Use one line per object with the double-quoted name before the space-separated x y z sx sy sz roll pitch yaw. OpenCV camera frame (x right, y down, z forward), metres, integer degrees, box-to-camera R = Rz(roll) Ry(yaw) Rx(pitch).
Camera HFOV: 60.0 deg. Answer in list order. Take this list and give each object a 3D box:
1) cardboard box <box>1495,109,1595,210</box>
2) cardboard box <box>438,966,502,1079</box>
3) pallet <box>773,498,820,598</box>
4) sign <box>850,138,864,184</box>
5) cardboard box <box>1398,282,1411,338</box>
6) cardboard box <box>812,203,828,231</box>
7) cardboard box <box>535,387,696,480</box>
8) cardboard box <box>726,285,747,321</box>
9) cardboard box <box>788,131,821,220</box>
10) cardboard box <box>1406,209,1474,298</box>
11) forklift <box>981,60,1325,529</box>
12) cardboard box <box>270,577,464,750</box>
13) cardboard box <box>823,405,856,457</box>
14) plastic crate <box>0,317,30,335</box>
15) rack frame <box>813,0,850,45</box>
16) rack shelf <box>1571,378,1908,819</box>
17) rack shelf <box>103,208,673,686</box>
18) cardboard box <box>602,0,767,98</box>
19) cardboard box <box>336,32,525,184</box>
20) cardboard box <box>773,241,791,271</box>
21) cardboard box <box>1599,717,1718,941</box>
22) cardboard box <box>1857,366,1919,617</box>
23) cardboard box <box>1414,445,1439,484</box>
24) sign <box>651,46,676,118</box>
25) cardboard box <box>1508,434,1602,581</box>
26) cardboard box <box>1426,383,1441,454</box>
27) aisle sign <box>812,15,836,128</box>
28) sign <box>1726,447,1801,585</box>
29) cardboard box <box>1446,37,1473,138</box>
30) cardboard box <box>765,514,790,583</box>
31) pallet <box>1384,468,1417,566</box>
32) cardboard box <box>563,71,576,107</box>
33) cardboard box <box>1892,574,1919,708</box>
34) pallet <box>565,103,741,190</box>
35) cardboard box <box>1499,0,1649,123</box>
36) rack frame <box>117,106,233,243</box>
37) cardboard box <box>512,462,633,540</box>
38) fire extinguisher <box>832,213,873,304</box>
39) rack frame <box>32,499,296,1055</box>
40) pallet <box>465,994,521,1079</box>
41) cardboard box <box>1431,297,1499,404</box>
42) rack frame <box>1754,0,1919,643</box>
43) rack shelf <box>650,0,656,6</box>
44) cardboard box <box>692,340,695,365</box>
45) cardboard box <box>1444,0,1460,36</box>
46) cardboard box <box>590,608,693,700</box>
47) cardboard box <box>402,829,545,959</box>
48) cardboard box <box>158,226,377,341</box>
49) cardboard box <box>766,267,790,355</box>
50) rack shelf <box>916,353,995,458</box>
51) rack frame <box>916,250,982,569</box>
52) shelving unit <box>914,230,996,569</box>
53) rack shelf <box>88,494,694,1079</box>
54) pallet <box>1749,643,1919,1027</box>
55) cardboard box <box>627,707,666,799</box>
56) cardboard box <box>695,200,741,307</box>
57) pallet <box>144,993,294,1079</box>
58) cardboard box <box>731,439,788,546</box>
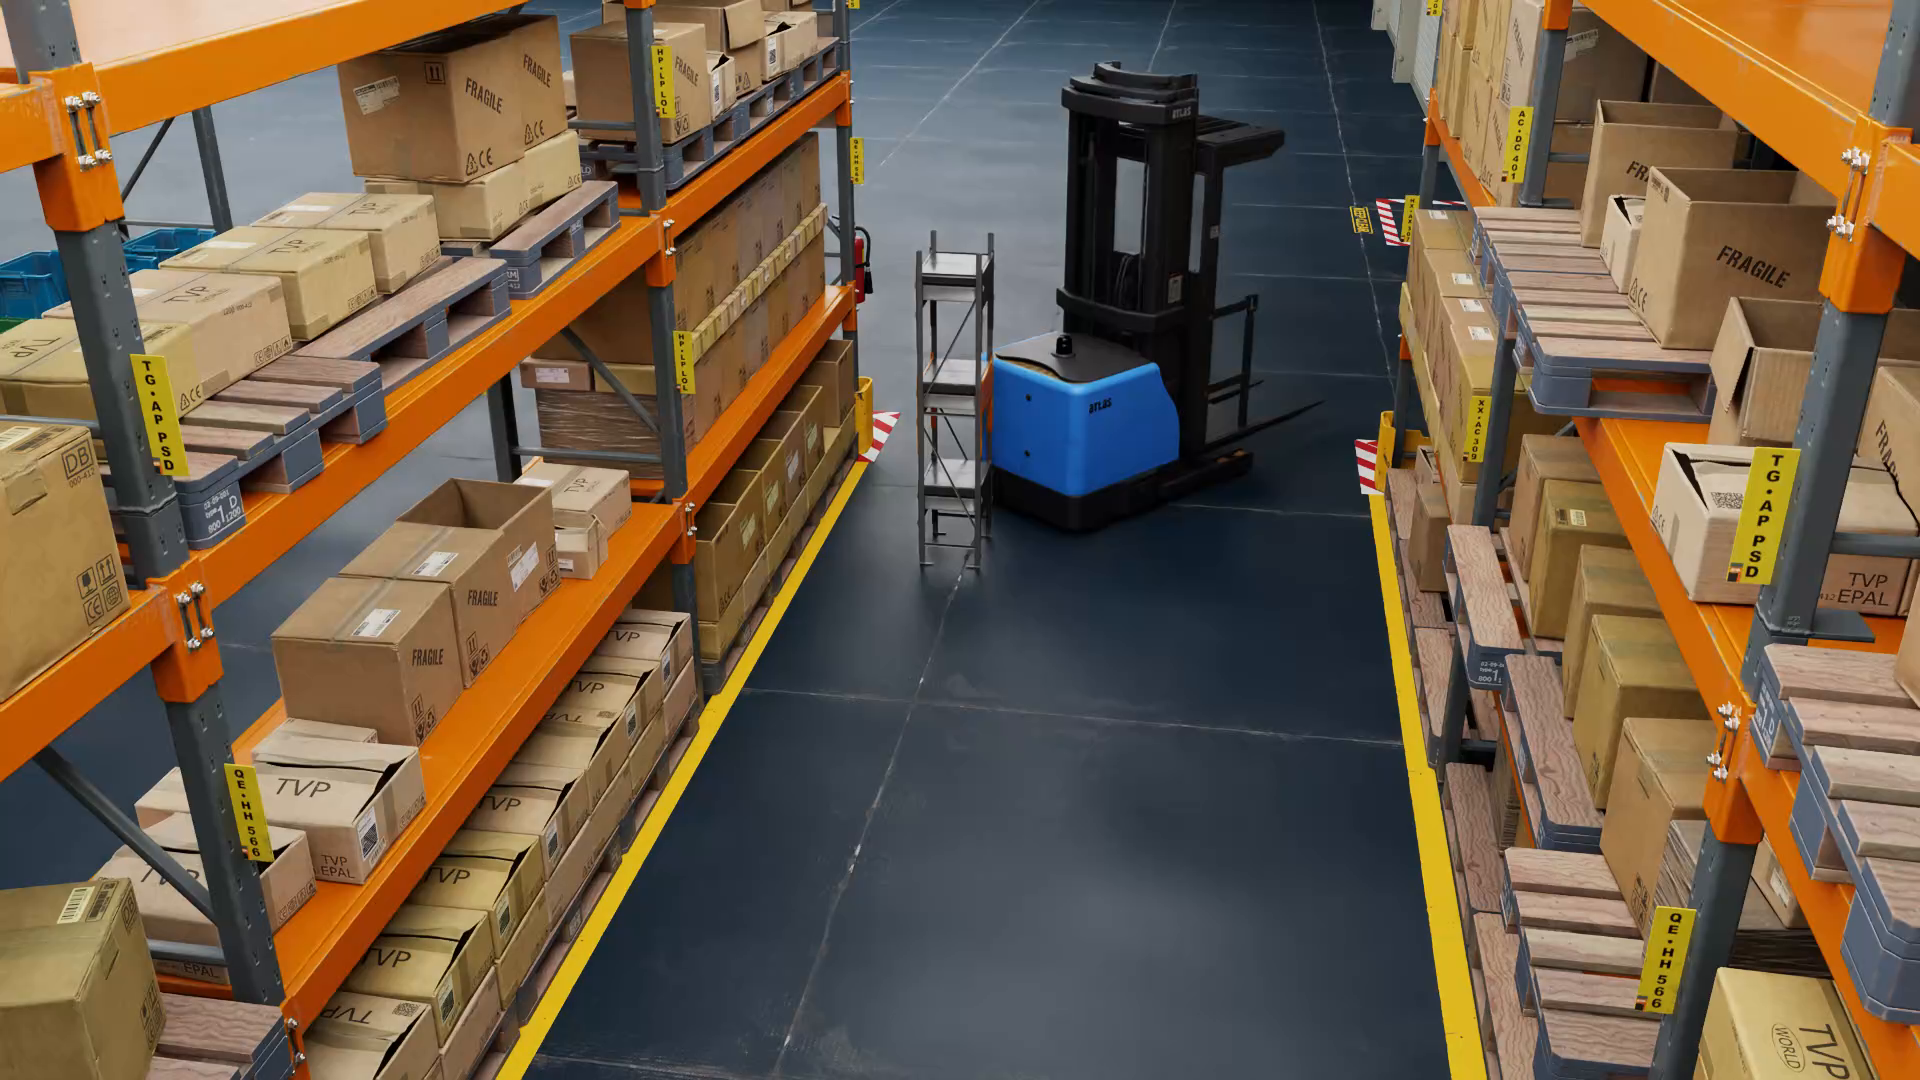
"cardboard box" 2.804 -1.735 7.739 0.500 0.500 0.500 5 25 10
"cardboard box" -2.120 1.885 6.433 0.500 0.250 0.500 3 25 7
"pallet" -1.554 -0.013 11.028 1.003 0.211 1.213 4 25 9
"sign" -0.736 -2.696 11.825 0.100 0.325 0.005 4 25 9
"cardboard box" 3.226 -1.525 11.122 0.500 0.250 0.500 3 25 7
"cardboard box" -1.143 -2.273 11.685 0.380 0.149 0.250 4 25 8
"cardboard box" -1.856 -0.666 9.016 0.700 0.500 0.500 3 25 7
"cardboard box" -1.481 -1.412 9.844 0.380 0.149 0.250 3 25 7
"cardboard box" -1.366 -2.524 11.455 0.700 0.500 0.500 4 25 9
"cardboard box" 3.244 -1.868 10.970 0.500 0.500 0.500 4 25 9
"forklift" 1.535 -1.911 11.874 3.031 2.935 1.130 -21 32 -38
"cardboard box" -2.318 0.490 6.546 0.500 0.500 0.500 3 25 6
"cardboard box" -1.065 -0.807 12.185 0.500 0.250 0.500 4 25 9
"plastic crate" -6.308 -1.231 10.592 0.450 0.188 0.662 4 25 9
"rack frame" -1.269 -4.824 10.942 1.000 3.000 0.127 4 25 9
"rack shelf" 2.638 -0.289 5.639 1.077 0.370 4.000 4 25 9
"rack shelf" -2.249 -0.631 6.369 1.077 0.370 4.000 4 25 9
"cardboard box" -1.529 -2.773 9.316 0.797 0.503 0.637 7 26 14
"cardboard box" -2.133 -1.760 6.730 0.500 0.500 0.500 6 26 14
"cardboard box" -1.312 -1.842 10.764 0.380 0.149 0.250 5 26 10
"cardboard box" 2.443 0.903 5.146 0.700 0.500 0.500 2 25 4
"cardboard box" 2.656 -0.118 4.284 0.500 0.500 0.500 4 25 9
"cardboard box" 3.417 -0.464 11.356 0.500 0.311 0.500 1 25 3
"sign" -1.386 -2.136 7.756 0.100 0.325 0.005 4 25 9
"cardboard box" 2.848 -0.127 7.346 0.700 0.500 0.500 4 25 9
"cardboard box" 2.900 -0.672 9.301 0.500 0.250 0.500 4 25 8
"aisle sign" -0.968 -3.292 11.678 0.394 0.787 0.004 4 25 9
"sign" 1.776 -0.051 3.672 0.100 0.325 0.005 4 25 9
"cardboard box" 3.114 -2.616 9.622 0.500 0.500 0.500 5 26 11
"cardboard box" -1.374 0.030 10.395 0.500 0.250 0.500 4 25 9
"pallet" 3.439 -0.134 11.286 1.003 0.211 1.213 4 25 9
"cardboard box" -1.995 -2.456 9.057 0.380 0.149 0.250 4 25 9
"cardboard box" 2.290 0.180 3.152 0.700 0.500 0.500 2 25 4
"pallet" -1.809 -2.111 8.789 1.003 0.211 1.213 4 25 9
"cardboard box" 2.779 -2.187 7.524 0.500 0.500 0.500 2 25 4
"rack frame" -6.155 -2.452 12.950 1.000 3.000 0.127 4 25 9
"cardboard box" -1.960 -0.158 8.225 0.500 0.250 0.500 6 26 12
"fire extinguisher" -0.791 -2.090 12.267 0.296 0.674 0.183 4 25 9
"rack frame" -2.576 1.239 5.066 1.000 3.000 0.127 4 25 9
"pallet" -2.403 2.160 6.387 1.003 0.211 1.213 4 25 9
"cardboard box" 2.906 -1.012 9.142 0.500 0.500 0.500 3 25 7
"rack frame" 2.311 -1.137 3.064 1.000 3.000 0.127 4 25 9
"rack shelf" -1.596 -3.481 9.392 1.077 0.370 4.000 4 25 9
"cardboard box" -1.647 -0.977 8.917 0.380 0.149 0.250 4 25 9
"cardboard box" 3.184 -3.281 9.862 0.500 0.500 0.500 4 25 8
"cardboard box" -1.706 0.556 8.610 0.500 0.311 0.500 4 25 9
"cardboard box" -2.038 1.408 6.791 0.500 0.311 0.500 3 25 7
"cardboard box" -2.385 -0.895 5.767 0.500 0.250 0.500 4 25 7
"cardboard box" -1.526 -1.531 10.865 0.700 0.500 0.500 4 25 9
"rack shelf" -0.027 -0.869 10.663 0.431 0.518 0.480 4 25 9
"rack frame" -0.067 -0.780 10.439 0.400 2.100 0.015 4 25 9
"shelving unit" -0.027 -0.882 10.657 0.431 2.100 0.503 4 25 9
"rack shelf" -2.249 0.728 7.005 1.077 0.370 4.000 4 25 9
"pallet" 2.259 0.580 3.157 1.213 0.211 1.003 5 26 11
"cardboard box" -1.789 1.026 8.268 0.500 0.250 0.500 4 25 8
"cardboard box" -1.692 -1.674 9.640 0.700 0.500 0.500 4 25 8
"pallet" -2.618 1.614 4.490 1.213 0.211 1.003 4 25 9
"cardboard box" -1.375 -0.309 10.236 0.500 0.500 0.500 4 25 9
